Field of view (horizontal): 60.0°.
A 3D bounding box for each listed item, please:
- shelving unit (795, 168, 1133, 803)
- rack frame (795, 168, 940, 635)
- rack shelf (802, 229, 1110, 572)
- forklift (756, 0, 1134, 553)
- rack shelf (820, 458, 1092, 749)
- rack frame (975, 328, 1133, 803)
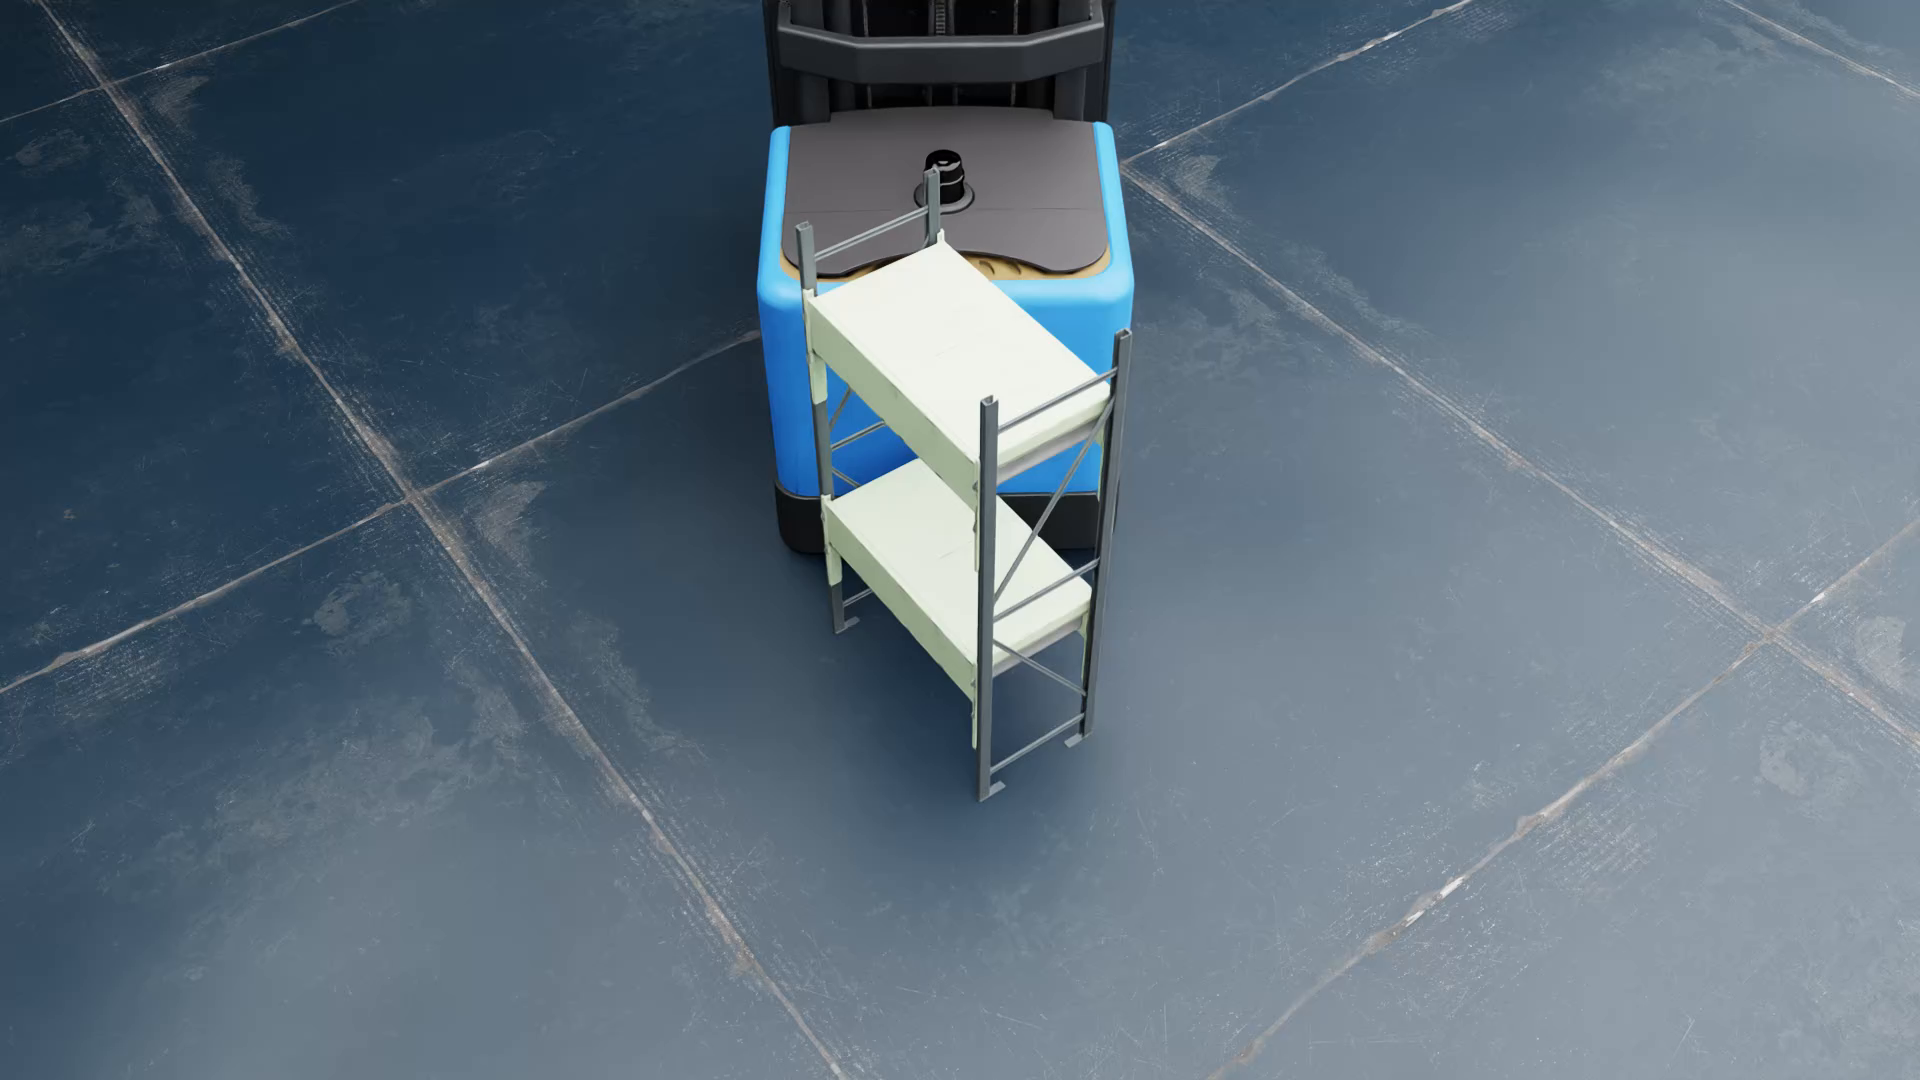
[{"bbox_3d":[-0.004,-0.090,4.319,0.431,1.500,0.755,-28,54,-23],"label":"shelving unit"},{"bbox_3d":[-0.217,-0.310,4.519,0.400,1.500,0.023,-28,54,-23],"label":"rack frame"},{"bbox_3d":[-0.004,-0.352,4.030,0.431,0.370,0.720,-28,54,-23],"label":"rack shelf"},{"bbox_3d":[-0.070,-2.025,5.107,1.130,2.935,3.031,-1,48,-1],"label":"forklift"},{"bbox_3d":[-0.004,0.129,4.561,0.431,0.370,0.720,-28,54,-23],"label":"rack shelf"},{"bbox_3d":[0.210,0.130,4.120,0.400,1.500,0.023,-28,54,-23],"label":"rack frame"}]
